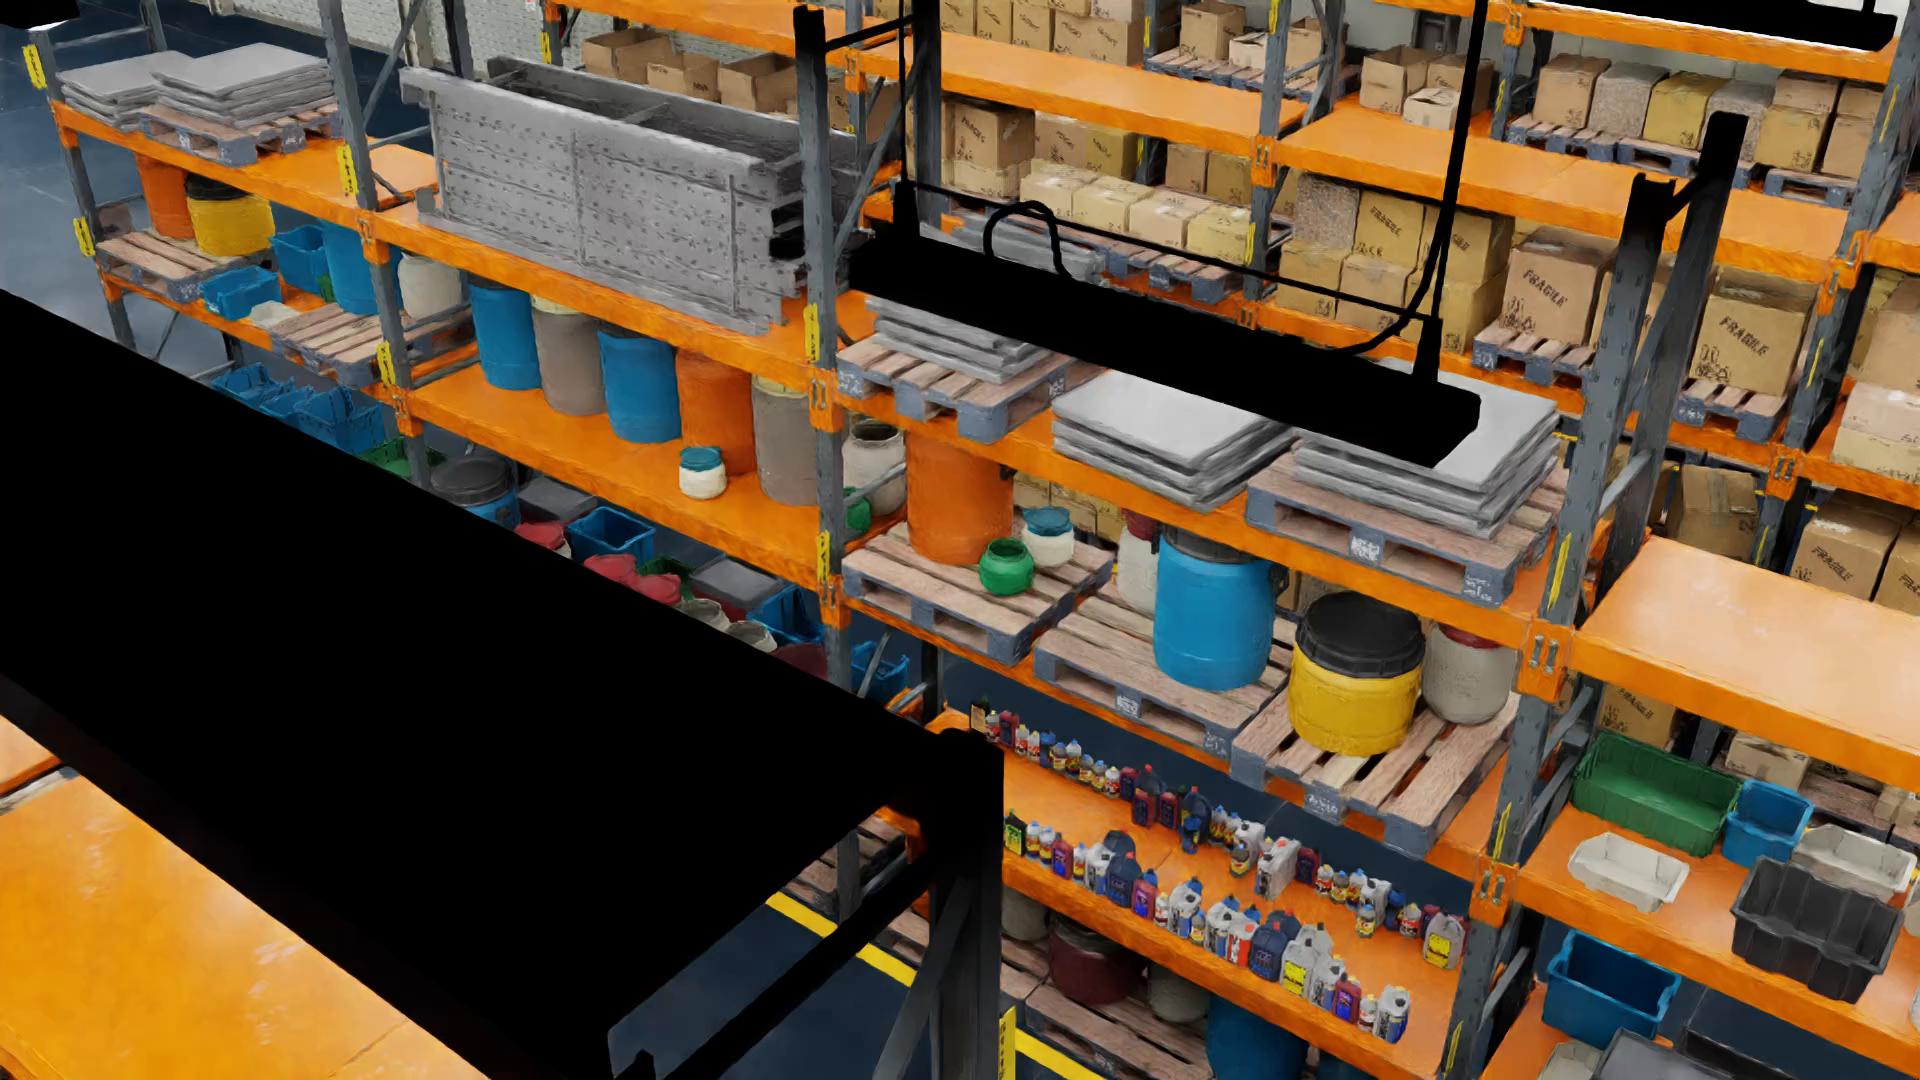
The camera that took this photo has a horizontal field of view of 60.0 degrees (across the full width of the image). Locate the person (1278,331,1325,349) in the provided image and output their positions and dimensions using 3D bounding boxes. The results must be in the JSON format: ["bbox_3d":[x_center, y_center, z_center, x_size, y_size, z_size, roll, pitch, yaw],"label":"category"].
[{"bbox_3d":[3.366,-1.784,16.595,0.503,1.670,0.432,5,32,8],"label":"person"}]
